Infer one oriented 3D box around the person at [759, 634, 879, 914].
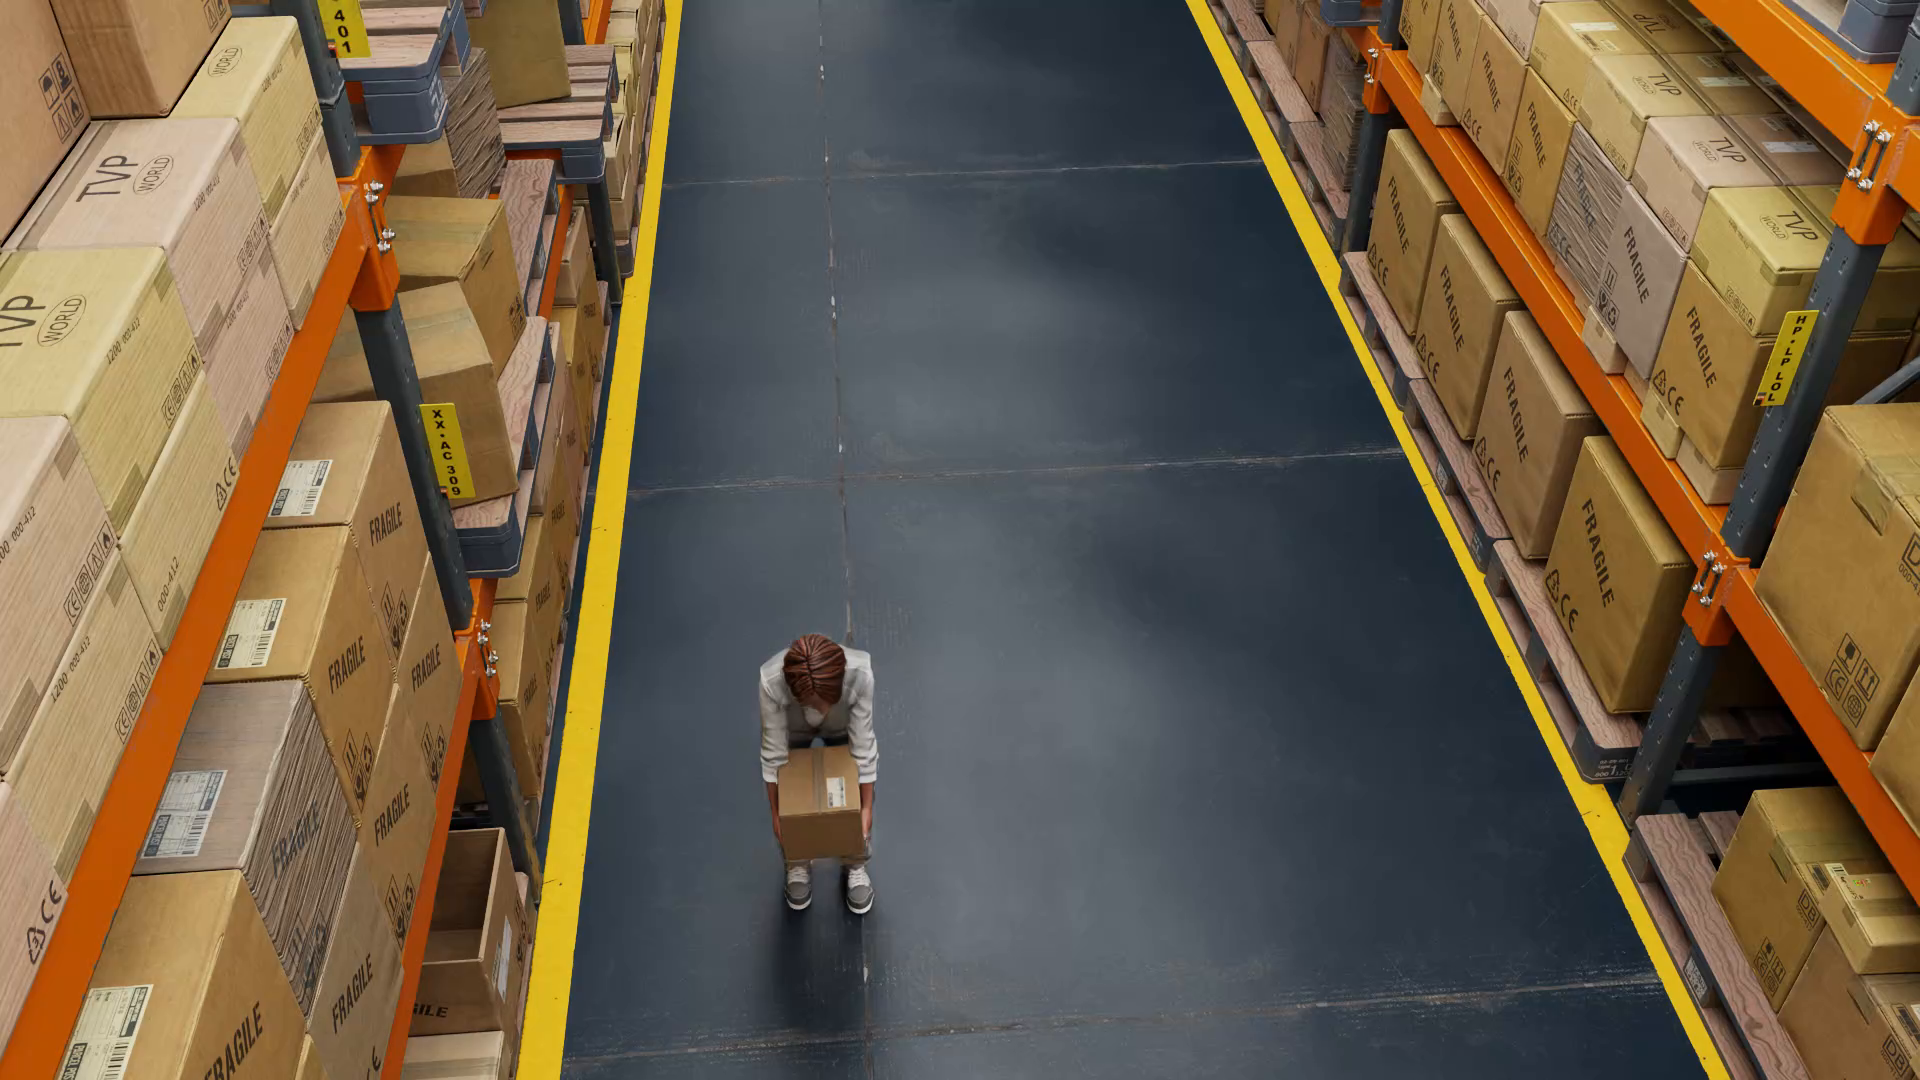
[{"bbox_3d":[-0.456,0.735,5.401,0.378,1.443,0.647,-4,40,-5],"label":"person"}]
